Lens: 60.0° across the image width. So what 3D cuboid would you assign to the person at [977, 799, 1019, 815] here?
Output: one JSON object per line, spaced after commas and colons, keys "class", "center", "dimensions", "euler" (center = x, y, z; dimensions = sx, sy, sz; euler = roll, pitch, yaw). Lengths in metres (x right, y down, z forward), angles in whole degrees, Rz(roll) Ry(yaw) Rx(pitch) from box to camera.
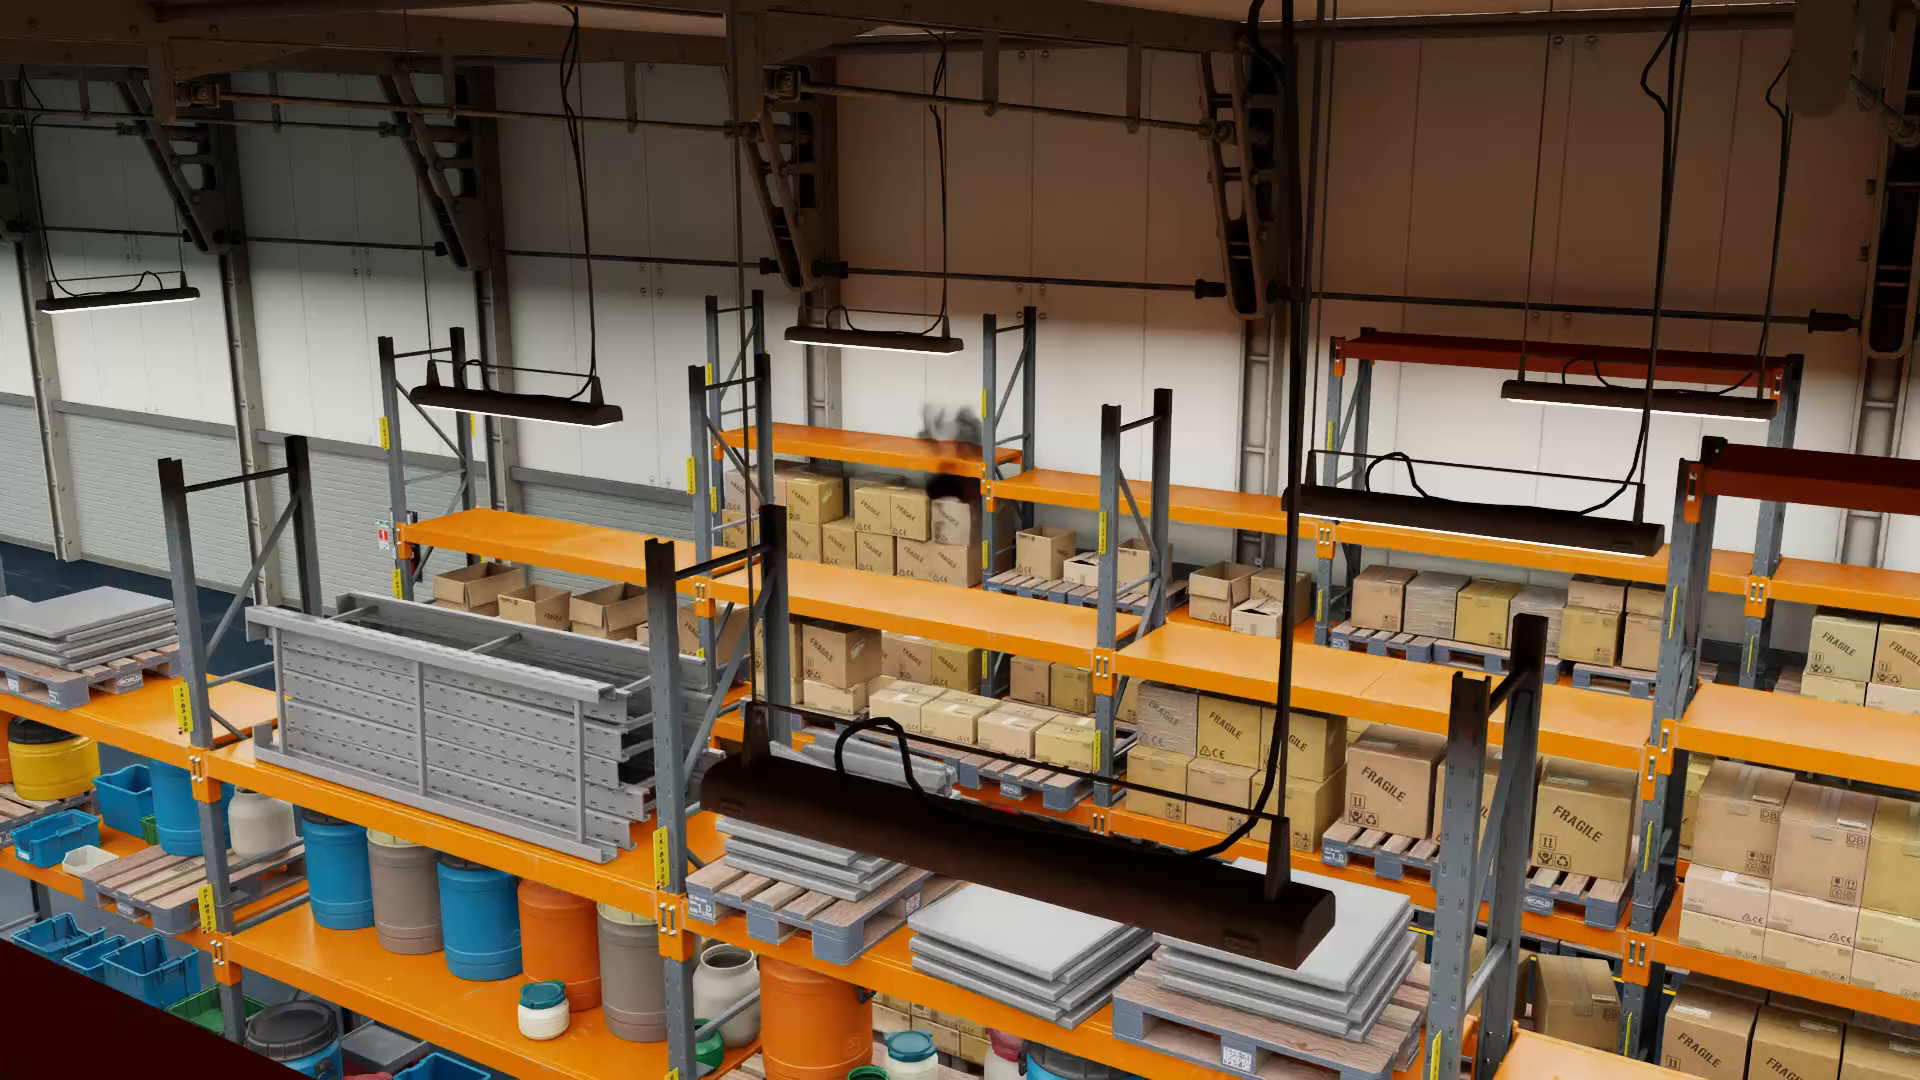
{"class": "person", "center": [0.238, 3.247, 16.566], "dimensions": [0.653, 1.718, 0.652], "euler": [4, 14, 17]}
